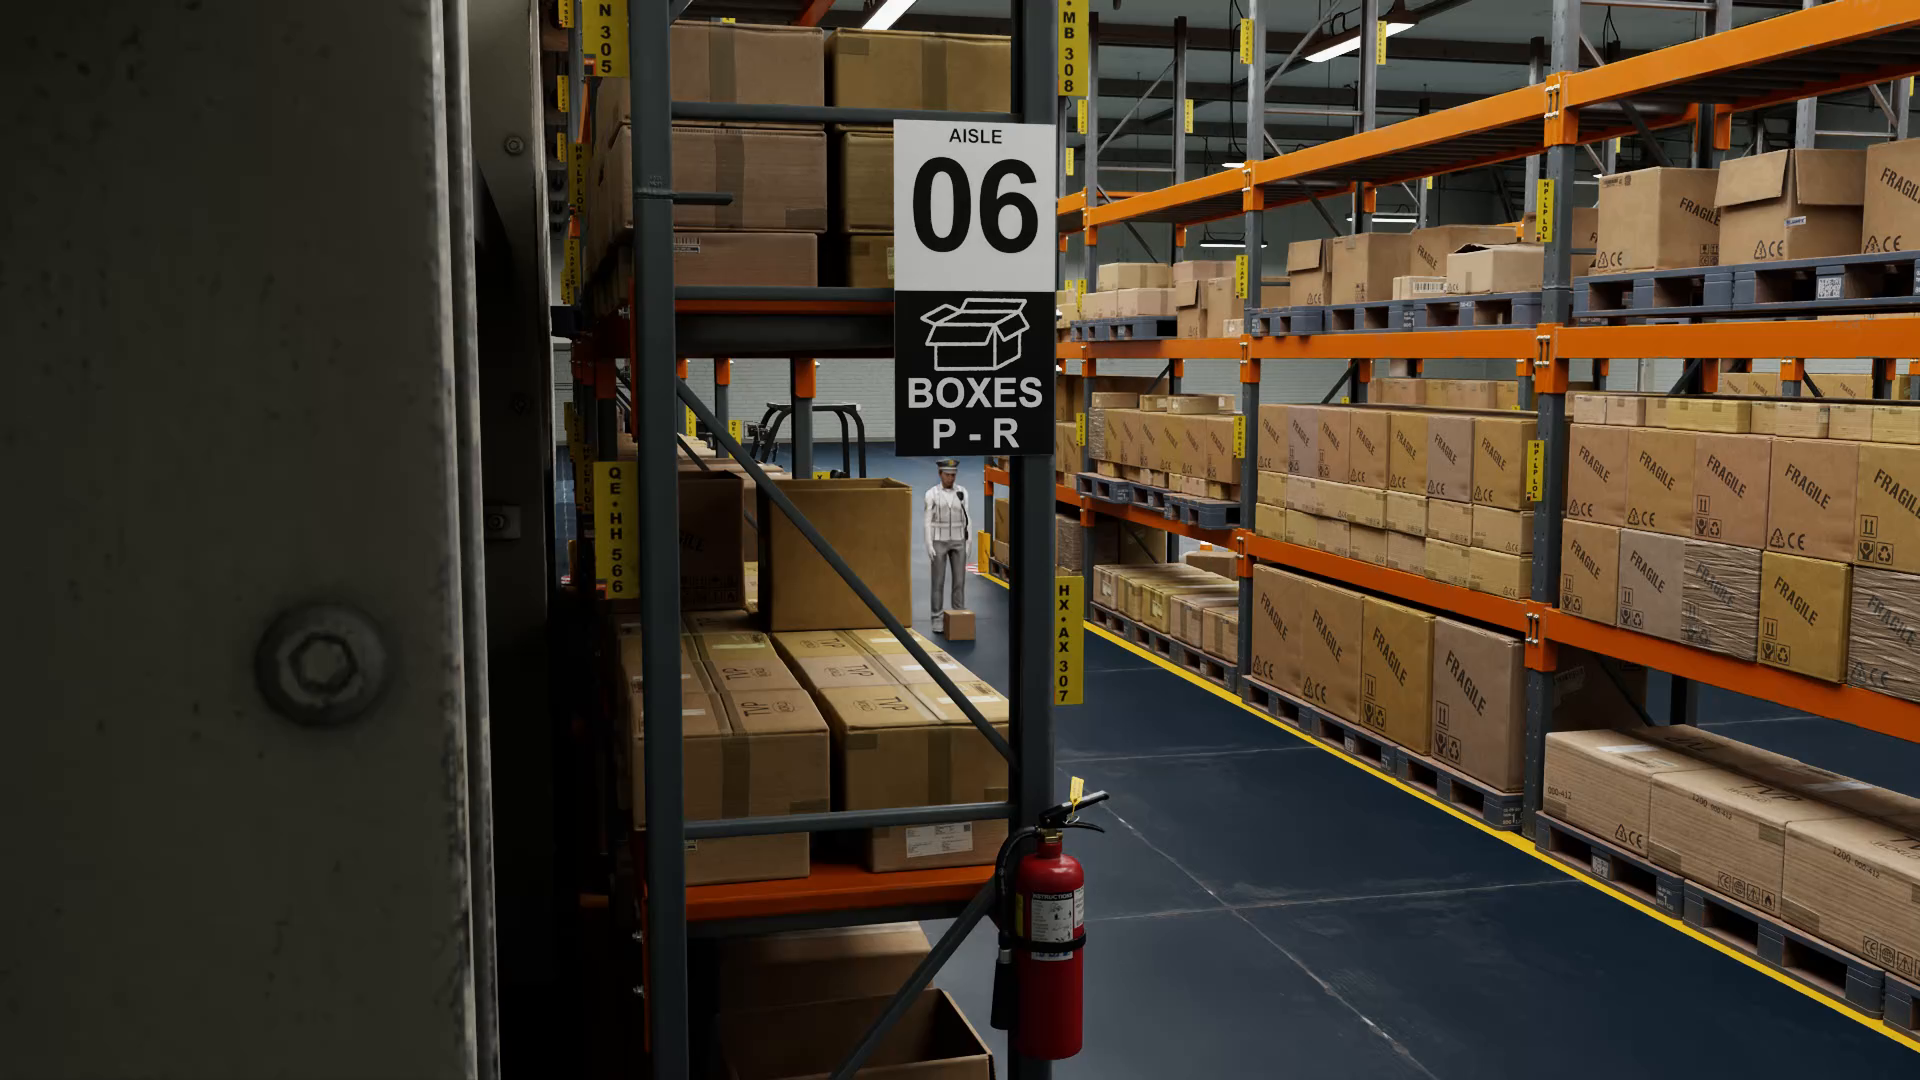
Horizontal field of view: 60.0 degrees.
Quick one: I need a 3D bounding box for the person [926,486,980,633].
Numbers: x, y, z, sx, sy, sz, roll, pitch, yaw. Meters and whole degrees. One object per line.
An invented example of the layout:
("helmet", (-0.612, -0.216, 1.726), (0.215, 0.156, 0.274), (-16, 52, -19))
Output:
("person", (-0.074, 0.184, 16.120), (0.534, 1.429, 0.674), (-1, 6, -13))
